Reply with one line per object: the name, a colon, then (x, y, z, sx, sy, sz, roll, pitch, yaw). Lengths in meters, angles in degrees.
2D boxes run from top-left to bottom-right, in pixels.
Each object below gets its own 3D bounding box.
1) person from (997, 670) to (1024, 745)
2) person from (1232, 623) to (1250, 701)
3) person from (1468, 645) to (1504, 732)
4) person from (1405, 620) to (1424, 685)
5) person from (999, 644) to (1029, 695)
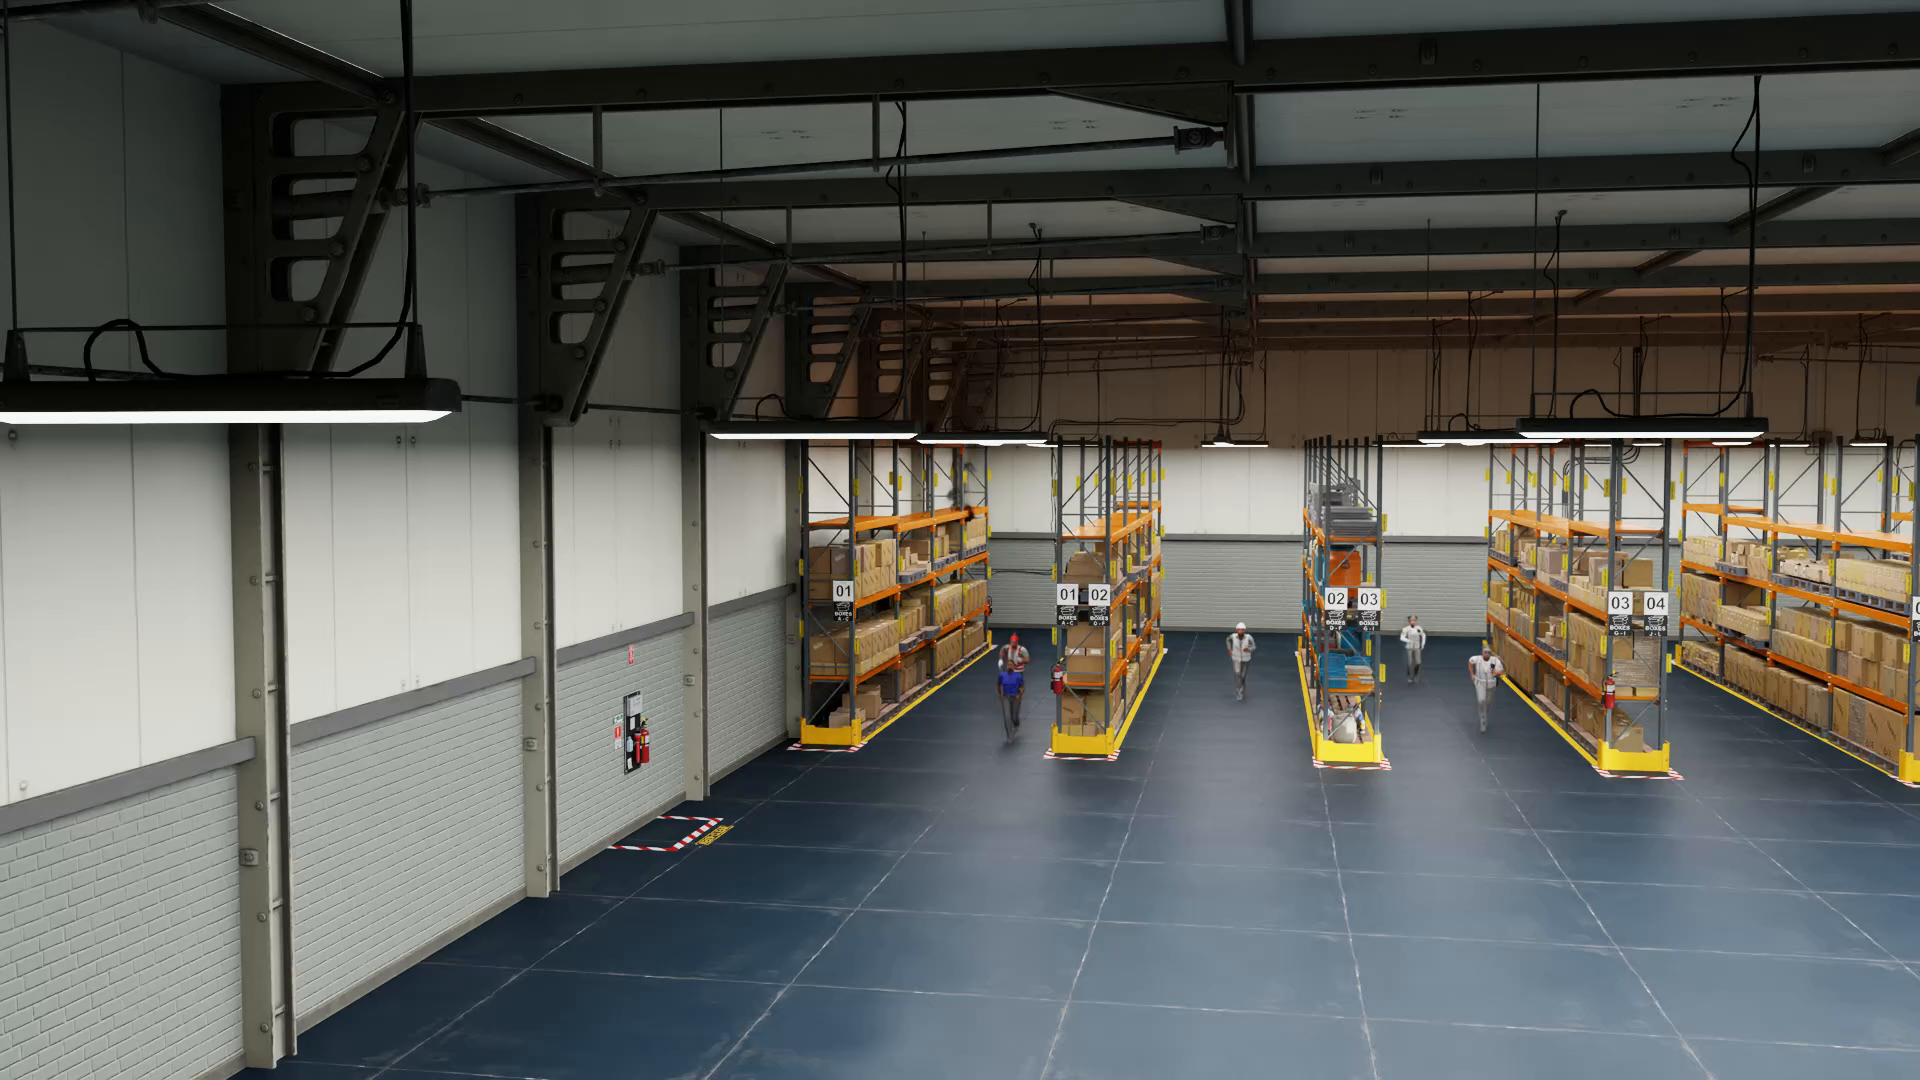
person: (0.995, 3.255, 32.722, 0.536, 1.442, 0.805, 0, 3, 5)
person: (6.490, 2.781, 38.408, 0.412, 1.787, 1.015, 0, 3, 3)
person: (10.802, 3.022, 34.183, 0.653, 1.799, 0.982, 0, 3, 8)
person: (11.104, 2.703, 40.613, 0.481, 1.663, 0.668, 0, 3, 9)
person: (1.173, 3.001, 36.878, 0.747, 1.384, 0.700, 1, 3, 12)
